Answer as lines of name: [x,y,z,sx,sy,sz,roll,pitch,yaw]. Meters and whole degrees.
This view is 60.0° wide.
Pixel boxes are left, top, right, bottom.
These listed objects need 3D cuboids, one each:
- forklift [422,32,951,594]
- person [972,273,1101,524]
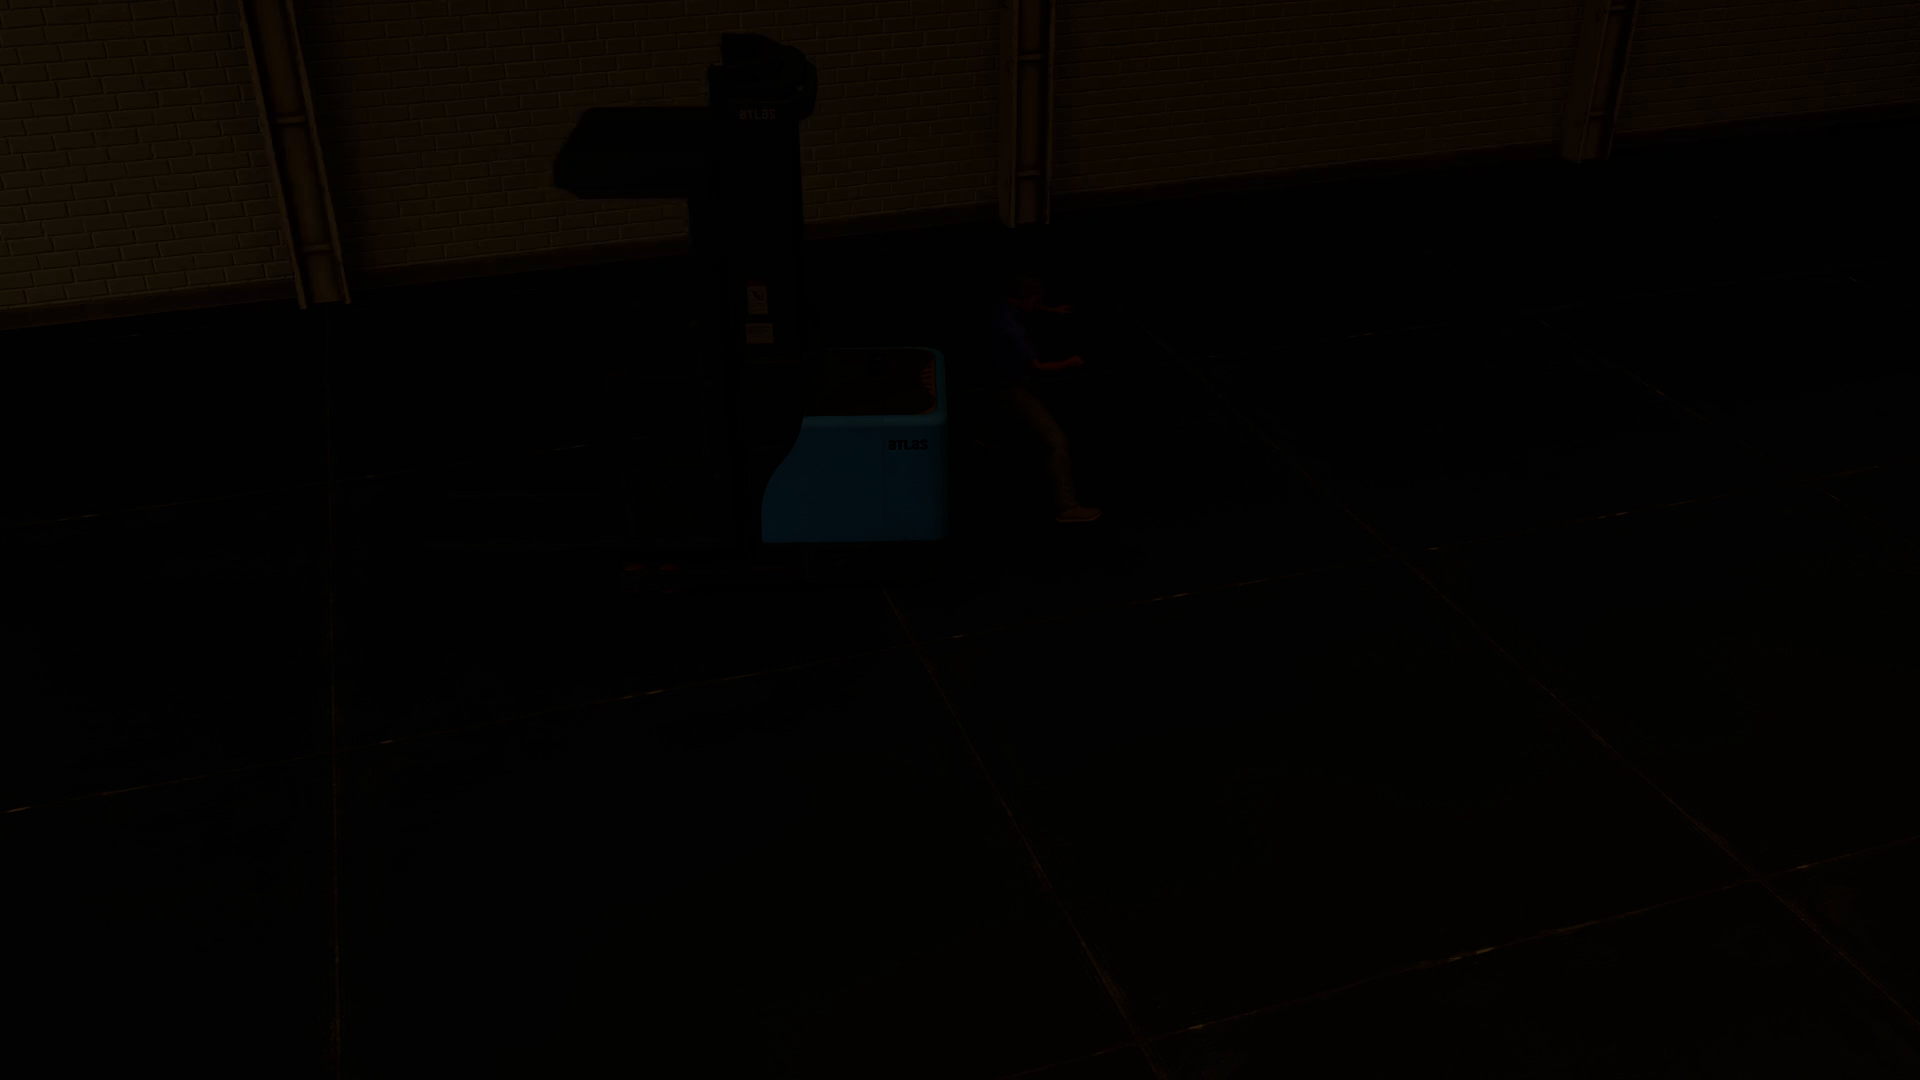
forklift: [-1.581,-1.232,9.227,3.031,2.935,1.130,-1,30,-1]
person: [0.467,-0.982,10.318,0.679,1.437,1.193,-4,30,-6]
